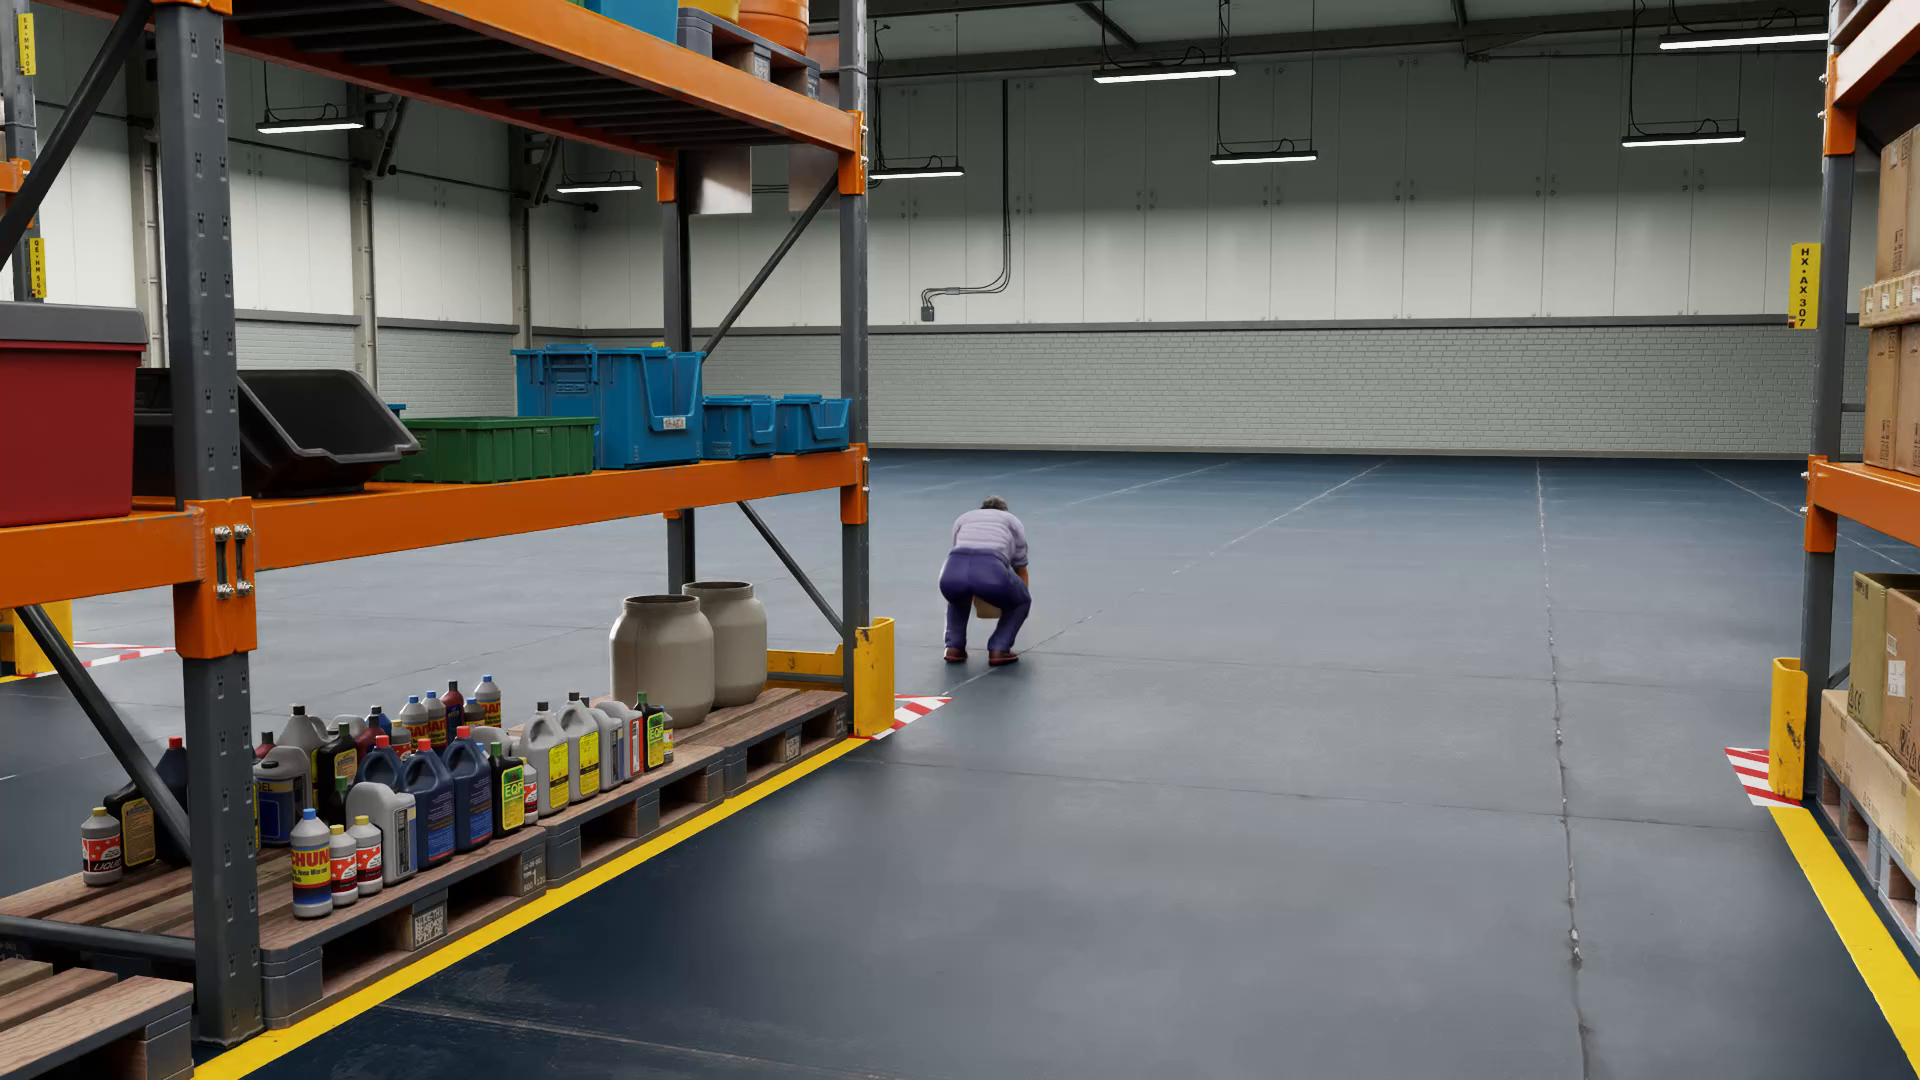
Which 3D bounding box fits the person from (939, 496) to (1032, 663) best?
[{"bbox_3d":[0.151,0.230,9.738,0.510,0.940,0.853,2,6,17],"label":"person"}]
